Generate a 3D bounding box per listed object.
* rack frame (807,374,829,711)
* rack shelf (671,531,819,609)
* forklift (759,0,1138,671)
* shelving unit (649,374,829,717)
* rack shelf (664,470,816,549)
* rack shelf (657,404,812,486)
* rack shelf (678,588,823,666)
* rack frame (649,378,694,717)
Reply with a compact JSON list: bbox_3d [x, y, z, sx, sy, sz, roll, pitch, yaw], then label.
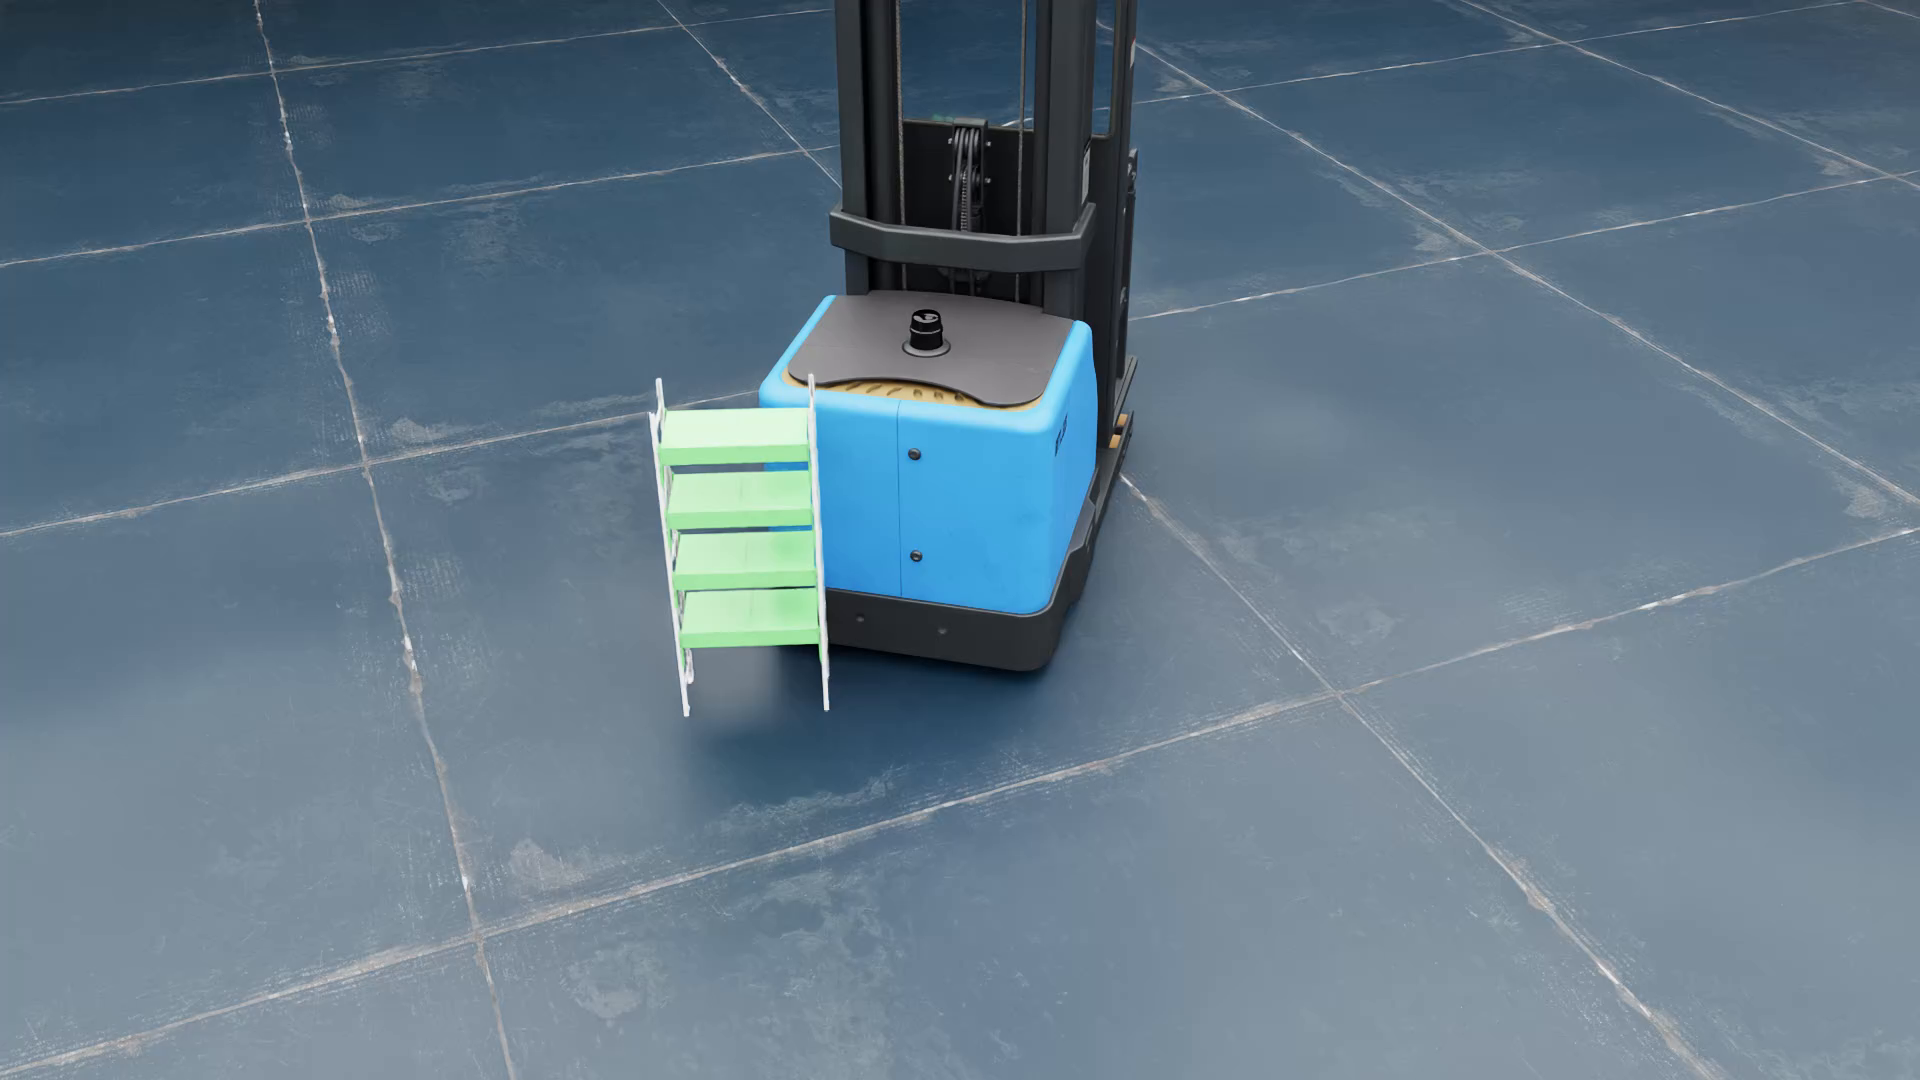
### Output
[{"bbox_3d":[-0.474,0.033,5.599,0.015,1.200,0.240,-2,33,-3],"label":"rack frame"},{"bbox_3d":[-0.718,0.094,5.622,0.480,0.148,0.258,-2,33,-3],"label":"rack shelf"},{"bbox_3d":[0.147,-1.560,6.460,1.130,2.935,3.031,8,34,11],"label":"forklift"},{"bbox_3d":[-0.718,0.041,5.587,0.503,1.200,0.258,-2,33,-3],"label":"shelving unit"},{"bbox_3d":[-0.718,-0.107,5.490,0.480,0.148,0.258,-2,33,-3],"label":"rack shelf"},{"bbox_3d":[-0.718,-0.308,5.359,0.480,0.148,0.258,-2,33,-3],"label":"rack shelf"},{"bbox_3d":[-0.718,0.295,5.753,0.480,0.148,0.258,-2,33,-3],"label":"rack shelf"},{"bbox_3d":[-0.961,0.049,5.575,0.015,1.200,0.240,-2,33,-3],"label":"rack frame"}]
